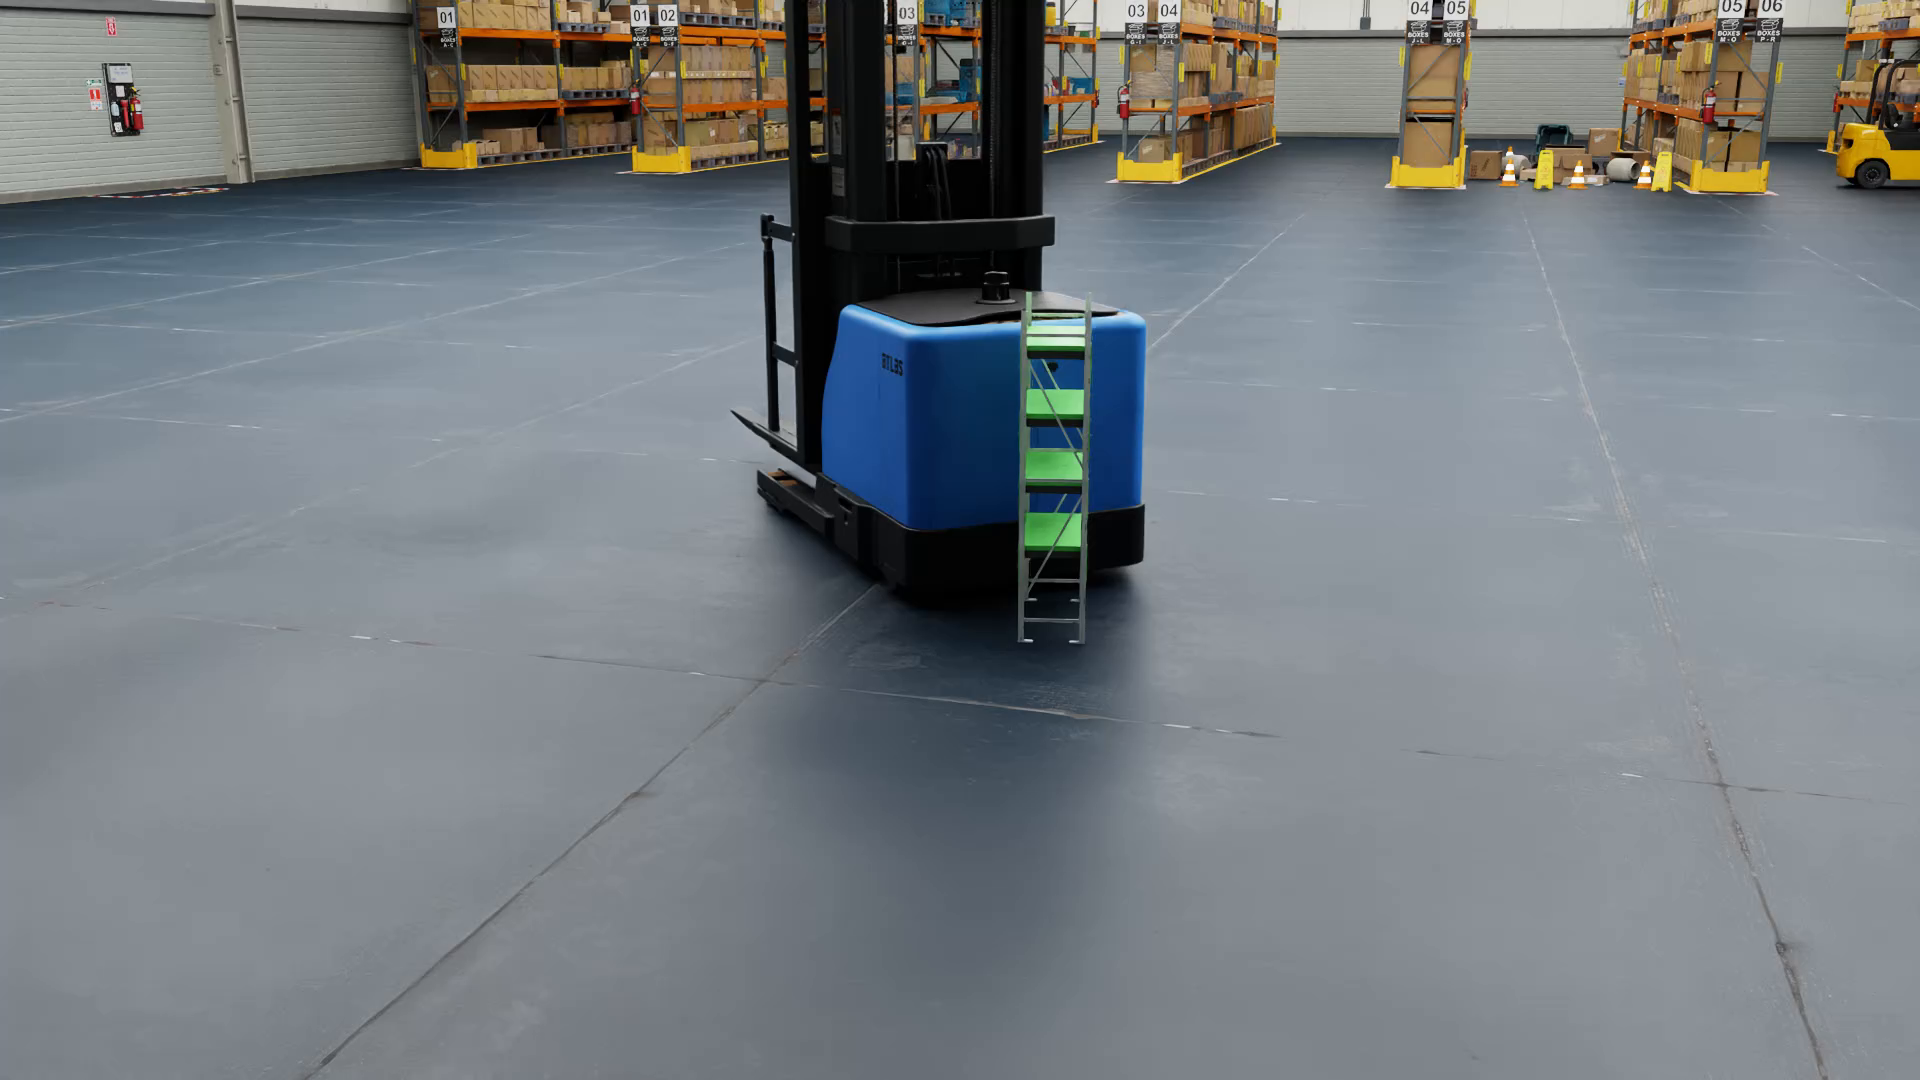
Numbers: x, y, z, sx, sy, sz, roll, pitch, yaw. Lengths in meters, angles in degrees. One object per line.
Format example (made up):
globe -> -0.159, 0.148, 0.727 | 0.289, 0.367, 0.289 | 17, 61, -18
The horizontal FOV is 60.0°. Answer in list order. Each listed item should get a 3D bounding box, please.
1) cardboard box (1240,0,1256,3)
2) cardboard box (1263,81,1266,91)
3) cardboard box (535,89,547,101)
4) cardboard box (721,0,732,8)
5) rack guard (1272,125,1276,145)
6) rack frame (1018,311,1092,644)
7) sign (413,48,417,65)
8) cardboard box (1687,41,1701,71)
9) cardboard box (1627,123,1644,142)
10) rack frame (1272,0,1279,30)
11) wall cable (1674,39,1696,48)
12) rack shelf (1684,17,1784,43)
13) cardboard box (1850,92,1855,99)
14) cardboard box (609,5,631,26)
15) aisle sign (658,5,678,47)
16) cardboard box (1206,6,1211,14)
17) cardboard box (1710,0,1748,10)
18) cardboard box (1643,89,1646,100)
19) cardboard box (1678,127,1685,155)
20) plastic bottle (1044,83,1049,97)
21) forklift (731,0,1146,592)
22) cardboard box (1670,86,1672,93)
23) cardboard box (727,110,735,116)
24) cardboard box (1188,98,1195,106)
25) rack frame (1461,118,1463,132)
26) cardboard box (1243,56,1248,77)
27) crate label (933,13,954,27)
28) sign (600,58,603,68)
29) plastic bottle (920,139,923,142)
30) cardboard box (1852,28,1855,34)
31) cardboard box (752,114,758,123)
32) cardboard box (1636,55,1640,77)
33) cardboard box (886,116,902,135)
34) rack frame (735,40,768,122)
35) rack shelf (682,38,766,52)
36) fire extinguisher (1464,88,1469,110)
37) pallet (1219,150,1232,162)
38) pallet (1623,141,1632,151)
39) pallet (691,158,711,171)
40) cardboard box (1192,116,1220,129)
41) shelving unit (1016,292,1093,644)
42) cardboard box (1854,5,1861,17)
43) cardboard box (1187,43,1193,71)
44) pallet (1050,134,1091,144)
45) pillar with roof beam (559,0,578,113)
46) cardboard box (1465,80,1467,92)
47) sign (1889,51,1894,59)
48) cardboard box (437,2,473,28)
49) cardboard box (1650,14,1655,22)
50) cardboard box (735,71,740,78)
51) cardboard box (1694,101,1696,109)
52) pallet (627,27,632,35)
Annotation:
cardboard box -> 7.178, -13.601, 41.777 | 0.500, 0.250, 0.500 | 4, 16, 12
cardboard box -> 7.577, -11.693, 42.785 | 0.500, 0.250, 0.500 | 5, 17, 17
cardboard box -> -9.610, -9.973, 37.231 | 0.500, 0.250, 0.500 | 5, 17, 16
cardboard box -> -5.262, -11.579, 35.948 | 0.500, 0.500, 0.500 | 6, 17, 20
rack guard -> 8.048, -11.103, 45.560 | 1.175, 0.500, 0.348 | 5, 16, 16
rack frame -> 0.330, -0.206, 5.857 | 0.240, 1.200, 0.015 | 1, 16, 4
sign -> -11.280, -10.023, 34.470 | 0.100, 0.325, 0.005 | 5, 16, 16
cardboard box -> 13.129, -8.441, 29.033 | 0.700, 0.500, 0.500 | 4, 16, 15
cardboard box -> 17.451, -10.320, 42.143 | 0.875, 0.438, 0.875 | 4, 16, 14
rack frame -> 8.041, -15.186, 44.378 | 1.000, 3.000, 0.127 | 5, 16, 16
wall cable -> 20.485, -13.390, 47.179 | 0.588, 1.984, 0.122 | 5, 16, 16
rack shelf -> 13.564, -8.966, 29.263 | 1.077, 0.370, 4.000 | 5, 16, 16
cardboard box -> 21.532, -10.629, 39.765 | 0.380, 0.149, 0.250 | 4, 16, 14
cardboard box -> -8.400, -13.191, 41.852 | 0.700, 0.500, 0.500 | 3, 16, 12
aisle sign -> -5.728, -10.093, 32.651 | 0.394, 0.787, 0.004 | 5, 16, 16
cardboard box -> 4.815, -10.616, 33.306 | 0.380, 0.149, 0.250 | 5, 17, 18
cardboard box -> 12.882, -9.014, 27.845 | 0.500, 0.250, 0.500 | 4, 16, 15
cardboard box -> 15.721, -10.050, 37.538 | 0.500, 0.250, 0.500 | 4, 16, 15
cardboard box -> 13.565, -7.357, 30.667 | 0.500, 0.500, 0.500 | 5, 17, 18
plastic bottle -> 2.155, -11.299, 41.760 | 0.144, 0.351, 0.185 | 5, 16, 16
forklift -> -0.316, -1.569, 7.490 | 1.130, 2.935, 3.031 | -7, 17, -23
cardboard box -> 14.672, -9.170, 33.853 | 0.380, 0.149, 0.250 | 6, 17, 19
cardboard box -> -6.612, -12.117, 47.174 | 0.380, 0.149, 0.250 | 4, 16, 14
cardboard box -> 4.323, -8.434, 32.027 | 0.380, 0.149, 0.250 | 5, 16, 16
rack frame -> 12.768, -11.889, 43.747 | 1.000, 3.000, 0.127 | 5, 16, 16
cardboard box -> 6.524, -11.438, 40.135 | 0.797, 0.503, 0.637 | 5, 17, 16
crate label -> -0.406, -10.333, 33.040 | 0.502, 0.251, 0.408 | 5, 16, 16
sign -> -9.013, -11.958, 41.871 | 0.100, 0.325, 0.005 | 5, 16, 16
plastic bottle -> -0.799, -8.253, 34.978 | 0.144, 0.351, 0.185 | 4, 16, 14
cardboard box -> 21.989, -12.404, 40.528 | 0.380, 0.149, 0.250 | 5, 17, 17
cardboard box -> -6.309, -12.261, 48.870 | 0.700, 0.500, 0.500 | 5, 16, 16
cardboard box -> 16.427, -11.291, 39.624 | 0.500, 0.500, 0.500 | 4, 16, 15
cardboard box -> -2.064, -11.525, 46.234 | 0.797, 0.503, 0.637 | 5, 16, 16
rack frame -> -6.206, -13.452, 49.259 | 1.000, 3.000, 0.127 | 5, 16, 16
rack shelf -> -6.775, -14.026, 47.103 | 1.077, 0.370, 4.000 | 5, 16, 16
fire extinguisher -> 13.282, -11.702, 43.915 | 0.296, 0.674, 0.183 | 5, 16, 16
pallet -> 5.544, -8.661, 37.478 | 1.003, 0.211, 1.213 | 5, 16, 16
pallet -> 17.390, -9.974, 42.109 | 1.003, 0.211, 1.213 | 5, 16, 16
pallet -> -5.826, -7.745, 34.248 | 1.003, 0.211, 1.213 | 5, 16, 16
cardboard box -> 5.465, -9.259, 36.878 | 0.500, 0.250, 0.500 | 7, 17, 22
shelving unit -> 0.348, -0.272, 6.091 | 0.258, 1.200, 0.503 | 1, 16, 4
cardboard box -> 21.773, -12.674, 39.831 | 0.500, 0.250, 0.500 | 5, 16, 15
cardboard box -> 4.060, -9.039, 31.140 | 0.500, 0.500, 0.500 | 5, 16, 16
pallet -> 3.021, -11.130, 46.181 | 1.003, 0.211, 1.213 | 5, 16, 16
pillar with roof beam -> -5.551, -13.638, 38.922 | 9.100, 9.000, 0.400 | 5, 16, 16
cardboard box -> 12.325, -11.402, 41.305 | 0.500, 0.500, 0.500 | 4, 16, 15
sign -> 22.829, -11.808, 40.762 | 0.100, 0.325, 0.005 | 5, 16, 16
cardboard box -> -10.419, -10.835, 34.316 | 0.500, 0.500, 0.500 | 5, 17, 17
cardboard box -> 15.710, -11.714, 37.291 | 0.380, 0.166, 0.250 | 3, 16, 12
cardboard box -> -4.956, -10.000, 35.716 | 0.380, 0.149, 0.250 | 5, 16, 16
cardboard box -> 13.193, -7.679, 29.366 | 0.380, 0.149, 0.250 | 4, 16, 15
pallet -> -8.348, -12.884, 42.105 | 1.213, 0.211, 1.003 | 5, 17, 18
